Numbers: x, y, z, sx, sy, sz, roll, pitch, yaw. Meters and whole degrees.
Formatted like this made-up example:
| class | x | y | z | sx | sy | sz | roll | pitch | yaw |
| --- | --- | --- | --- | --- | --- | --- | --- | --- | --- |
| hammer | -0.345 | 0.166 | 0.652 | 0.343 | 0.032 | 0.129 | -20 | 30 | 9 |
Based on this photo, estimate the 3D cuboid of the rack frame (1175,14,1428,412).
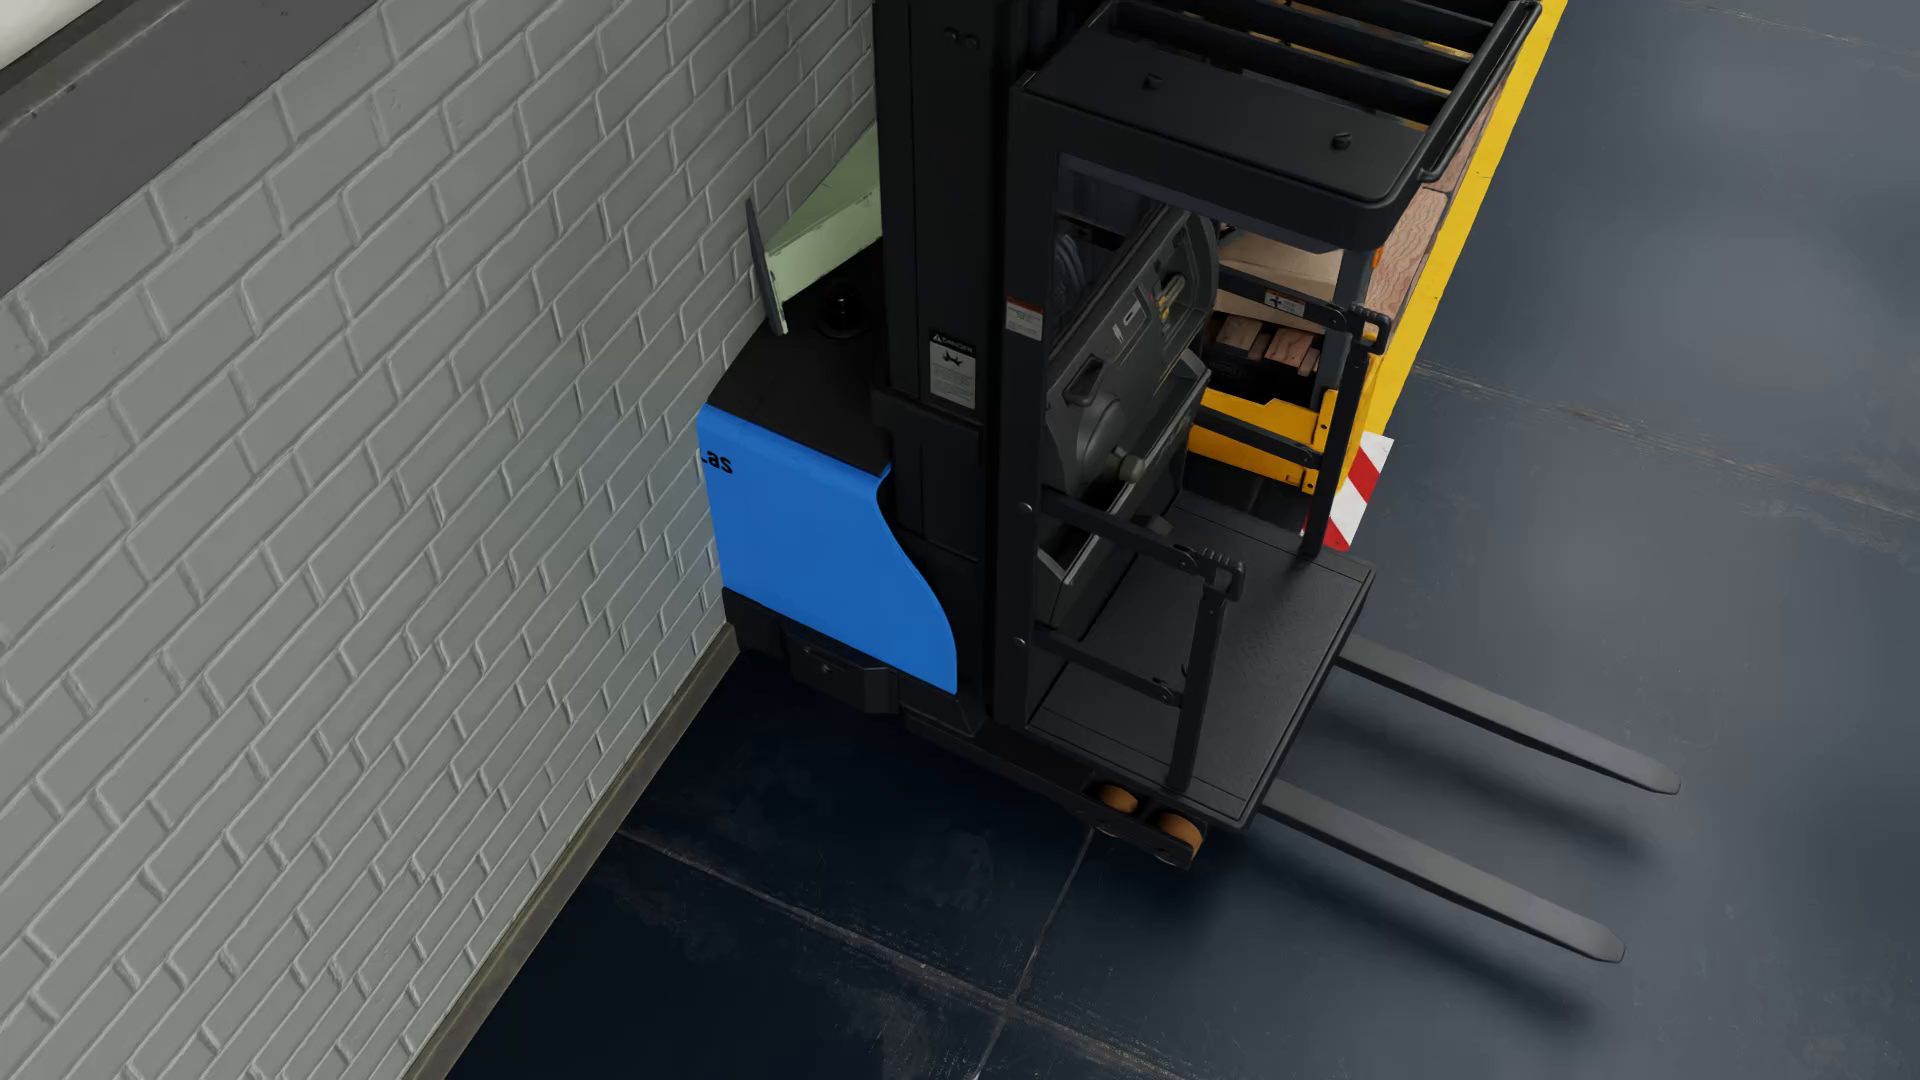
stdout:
| class | x | y | z | sx | sy | sz | roll | pitch | yaw |
| --- | --- | --- | --- | --- | --- | --- | --- | --- | --- |
| rack frame | 0.835 | -1.362 | 4.940 | 1.000 | 3.000 | 0.127 | 20 | 52 | 16 |

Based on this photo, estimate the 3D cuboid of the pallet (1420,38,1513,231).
| class | x | y | z | sx | sy | sz | roll | pitch | yaw |
| --- | --- | --- | --- | --- | --- | --- | --- | --- | --- |
| pallet | 1.769 | -1.896 | 7.225 | 1.003 | 0.211 | 1.213 | 20 | 52 | 16 |

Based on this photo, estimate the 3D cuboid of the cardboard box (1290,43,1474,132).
| class | x | y | z | sx | sy | sz | roll | pitch | yaw |
| --- | --- | --- | --- | --- | --- | --- | --- | --- | --- |
| cardboard box | 1.331 | -1.553 | 5.187 | 0.500 | 0.250 | 0.500 | 18 | 52 | 15 |

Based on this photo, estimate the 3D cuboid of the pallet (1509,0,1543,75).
| class | x | y | z | sx | sy | sz | roll | pitch | yaw |
| --- | --- | --- | --- | --- | --- | --- | --- | --- | --- |
| pallet | 2.289 | -2.739 | 7.942 | 1.003 | 0.211 | 1.213 | 20 | 52 | 16 |

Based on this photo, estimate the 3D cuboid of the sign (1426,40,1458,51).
| class | x | y | z | sx | sy | sz | roll | pitch | yaw |
| --- | --- | --- | --- | --- | --- | --- | --- | --- | --- |
| sign | 1.326 | -1.466 | 4.460 | 0.100 | 0.325 | 0.005 | 20 | 52 | 16 |

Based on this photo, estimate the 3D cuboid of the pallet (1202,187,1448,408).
| class | x | y | z | sx | sy | sz | roll | pitch | yaw |
| --- | --- | --- | --- | --- | --- | --- | --- | --- | --- |
| pallet | 1.247 | -1.059 | 6.512 | 1.003 | 0.211 | 1.213 | 20 | 52 | 16 |

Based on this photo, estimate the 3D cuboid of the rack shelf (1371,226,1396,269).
| class | x | y | z | sx | sy | sz | roll | pitch | yaw |
| --- | --- | --- | --- | --- | --- | --- | --- | --- | --- |
| rack shelf | 1.690 | -2.506 | 6.385 | 1.077 | 0.370 | 4.000 | 20 | 52 | 16 |

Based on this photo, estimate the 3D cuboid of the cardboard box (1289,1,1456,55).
| class | x | y | z | sx | sy | sz | roll | pitch | yaw |
| --- | --- | --- | --- | --- | --- | --- | --- | --- | --- |
| cardboard box | 1.311 | -1.794 | 4.900 | 0.500 | 0.500 | 0.500 | 20 | 52 | 16 |

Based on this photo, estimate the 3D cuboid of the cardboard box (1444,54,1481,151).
| class | x | y | z | sx | sy | sz | roll | pitch | yaw |
| --- | --- | --- | --- | --- | --- | --- | --- | --- | --- |
| cardboard box | 1.814 | -2.023 | 6.855 | 0.700 | 0.500 | 0.500 | 17 | 52 | 14 |

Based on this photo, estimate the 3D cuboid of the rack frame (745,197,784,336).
| class | x | y | z | sx | sy | sz | roll | pitch | yaw |
| --- | --- | --- | --- | --- | --- | --- | --- | --- | --- |
| rack frame | -0.615 | -0.463 | 5.120 | 0.400 | 1.500 | 0.023 | 30 | 56 | 35 |

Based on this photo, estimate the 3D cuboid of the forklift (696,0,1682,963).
| class | x | y | z | sx | sy | sz | roll | pitch | yaw |
| --- | --- | --- | --- | --- | --- | --- | --- | --- | --- |
| forklift | 0.631 | -0.454 | 4.212 | 3.031 | 2.935 | 1.130 | 23 | 54 | 19 |

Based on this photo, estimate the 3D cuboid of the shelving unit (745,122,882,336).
| class | x | y | z | sx | sy | sz | roll | pitch | yaw |
| --- | --- | --- | --- | --- | --- | --- | --- | --- | --- |
| shelving unit | -0.361 | -0.668 | 5.287 | 0.431 | 1.500 | 0.755 | 30 | 56 | 35 |

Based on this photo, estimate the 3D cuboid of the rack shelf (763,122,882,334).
| class | x | y | z | sx | sy | sz | roll | pitch | yaw |
| --- | --- | --- | --- | --- | --- | --- | --- | --- | --- |
| rack shelf | -0.413 | -0.948 | 5.020 | 0.431 | 0.370 | 0.720 | 30 | 56 | 35 |

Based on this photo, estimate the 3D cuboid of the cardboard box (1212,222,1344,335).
| class | x | y | z | sx | sy | sz | roll | pitch | yaw |
| --- | --- | --- | --- | --- | --- | --- | --- | --- | --- |
| cardboard box | 1.212 | -1.081 | 6.176 | 0.500 | 0.311 | 0.500 | 14 | 51 | 12 |

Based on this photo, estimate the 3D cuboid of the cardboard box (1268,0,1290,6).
| class | x | y | z | sx | sy | sz | roll | pitch | yaw |
| --- | --- | --- | --- | --- | --- | --- | --- | --- | --- |
| cardboard box | 0.845 | -1.957 | 5.038 | 0.500 | 0.500 | 0.500 | 19 | 52 | 16 |

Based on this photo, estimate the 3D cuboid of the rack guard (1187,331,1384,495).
| class | x | y | z | sx | sy | sz | roll | pitch | yaw |
| --- | --- | --- | --- | --- | --- | --- | --- | --- | --- |
| rack guard | 0.868 | -0.604 | 5.936 | 1.175 | 0.500 | 0.348 | 20 | 52 | 16 |

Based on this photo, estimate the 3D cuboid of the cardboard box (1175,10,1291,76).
| class | x | y | z | sx | sy | sz | roll | pitch | yaw |
| --- | --- | --- | --- | --- | --- | --- | --- | --- | --- |
| cardboard box | 0.860 | -1.705 | 5.317 | 0.500 | 0.250 | 0.500 | 20 | 53 | 17 |
